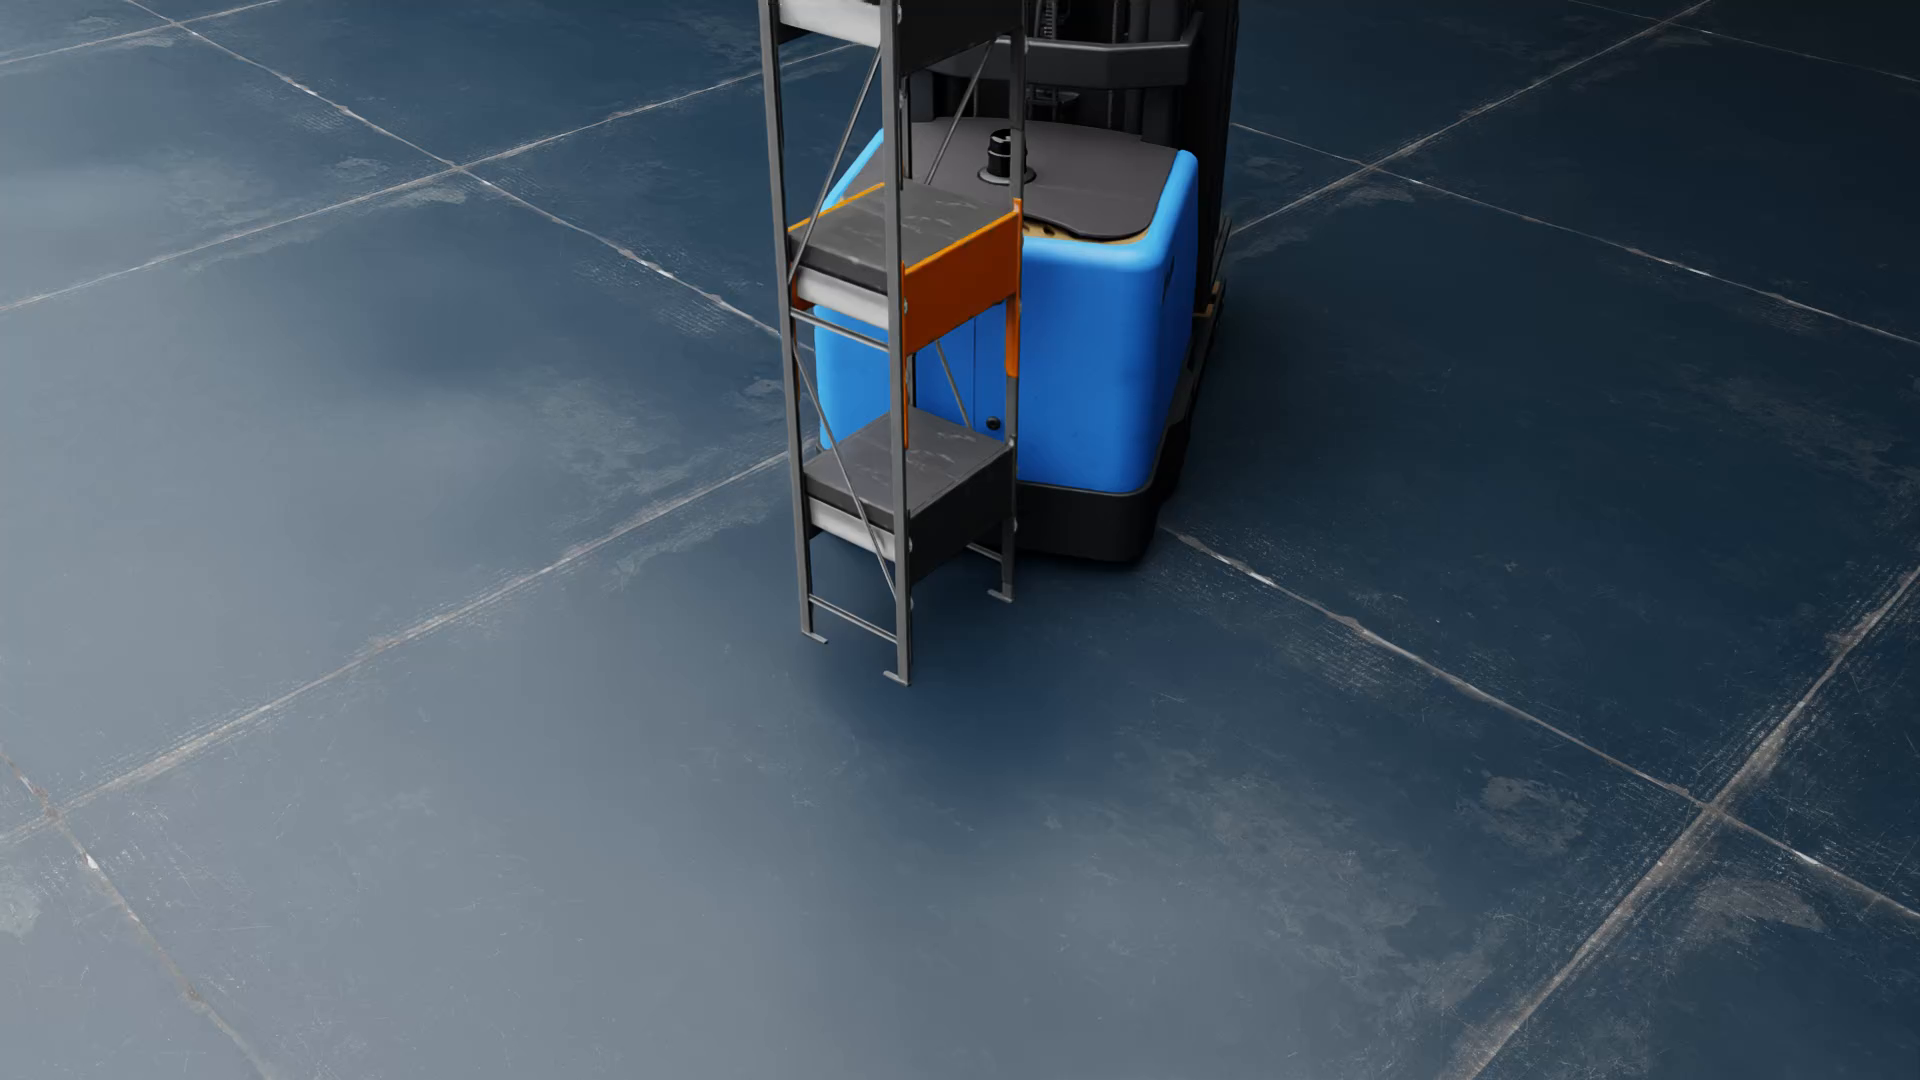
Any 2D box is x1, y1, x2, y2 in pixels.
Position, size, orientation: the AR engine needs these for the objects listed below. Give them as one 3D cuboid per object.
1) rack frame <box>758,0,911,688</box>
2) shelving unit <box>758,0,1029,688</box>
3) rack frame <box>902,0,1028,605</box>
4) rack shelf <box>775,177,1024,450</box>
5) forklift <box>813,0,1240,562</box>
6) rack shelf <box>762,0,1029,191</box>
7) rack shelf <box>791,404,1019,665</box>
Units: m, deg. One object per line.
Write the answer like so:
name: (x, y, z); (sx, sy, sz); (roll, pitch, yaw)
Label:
rack frame: (-0.300, -0.520, 4.161); (0.400, 2.100, 0.015); (24, 41, 30)
shelving unit: (-0.150, -0.631, 4.319); (0.431, 2.100, 0.503); (24, 41, 30)
rack frame: (0.000, -0.741, 4.477); (0.400, 2.100, 0.015); (24, 41, 30)
rack shelf: (-0.150, -0.619, 4.327); (0.431, 0.518, 0.480); (24, 41, 30)
forklift: (0.410, -1.977, 5.522); (1.130, 2.935, 3.031); (8, 36, 12)
rack shelf: (-0.150, -1.194, 3.926); (0.431, 0.518, 0.480); (24, 41, 30)
rack shelf: (-0.150, -0.045, 4.727); (0.431, 0.518, 0.480); (24, 41, 30)
